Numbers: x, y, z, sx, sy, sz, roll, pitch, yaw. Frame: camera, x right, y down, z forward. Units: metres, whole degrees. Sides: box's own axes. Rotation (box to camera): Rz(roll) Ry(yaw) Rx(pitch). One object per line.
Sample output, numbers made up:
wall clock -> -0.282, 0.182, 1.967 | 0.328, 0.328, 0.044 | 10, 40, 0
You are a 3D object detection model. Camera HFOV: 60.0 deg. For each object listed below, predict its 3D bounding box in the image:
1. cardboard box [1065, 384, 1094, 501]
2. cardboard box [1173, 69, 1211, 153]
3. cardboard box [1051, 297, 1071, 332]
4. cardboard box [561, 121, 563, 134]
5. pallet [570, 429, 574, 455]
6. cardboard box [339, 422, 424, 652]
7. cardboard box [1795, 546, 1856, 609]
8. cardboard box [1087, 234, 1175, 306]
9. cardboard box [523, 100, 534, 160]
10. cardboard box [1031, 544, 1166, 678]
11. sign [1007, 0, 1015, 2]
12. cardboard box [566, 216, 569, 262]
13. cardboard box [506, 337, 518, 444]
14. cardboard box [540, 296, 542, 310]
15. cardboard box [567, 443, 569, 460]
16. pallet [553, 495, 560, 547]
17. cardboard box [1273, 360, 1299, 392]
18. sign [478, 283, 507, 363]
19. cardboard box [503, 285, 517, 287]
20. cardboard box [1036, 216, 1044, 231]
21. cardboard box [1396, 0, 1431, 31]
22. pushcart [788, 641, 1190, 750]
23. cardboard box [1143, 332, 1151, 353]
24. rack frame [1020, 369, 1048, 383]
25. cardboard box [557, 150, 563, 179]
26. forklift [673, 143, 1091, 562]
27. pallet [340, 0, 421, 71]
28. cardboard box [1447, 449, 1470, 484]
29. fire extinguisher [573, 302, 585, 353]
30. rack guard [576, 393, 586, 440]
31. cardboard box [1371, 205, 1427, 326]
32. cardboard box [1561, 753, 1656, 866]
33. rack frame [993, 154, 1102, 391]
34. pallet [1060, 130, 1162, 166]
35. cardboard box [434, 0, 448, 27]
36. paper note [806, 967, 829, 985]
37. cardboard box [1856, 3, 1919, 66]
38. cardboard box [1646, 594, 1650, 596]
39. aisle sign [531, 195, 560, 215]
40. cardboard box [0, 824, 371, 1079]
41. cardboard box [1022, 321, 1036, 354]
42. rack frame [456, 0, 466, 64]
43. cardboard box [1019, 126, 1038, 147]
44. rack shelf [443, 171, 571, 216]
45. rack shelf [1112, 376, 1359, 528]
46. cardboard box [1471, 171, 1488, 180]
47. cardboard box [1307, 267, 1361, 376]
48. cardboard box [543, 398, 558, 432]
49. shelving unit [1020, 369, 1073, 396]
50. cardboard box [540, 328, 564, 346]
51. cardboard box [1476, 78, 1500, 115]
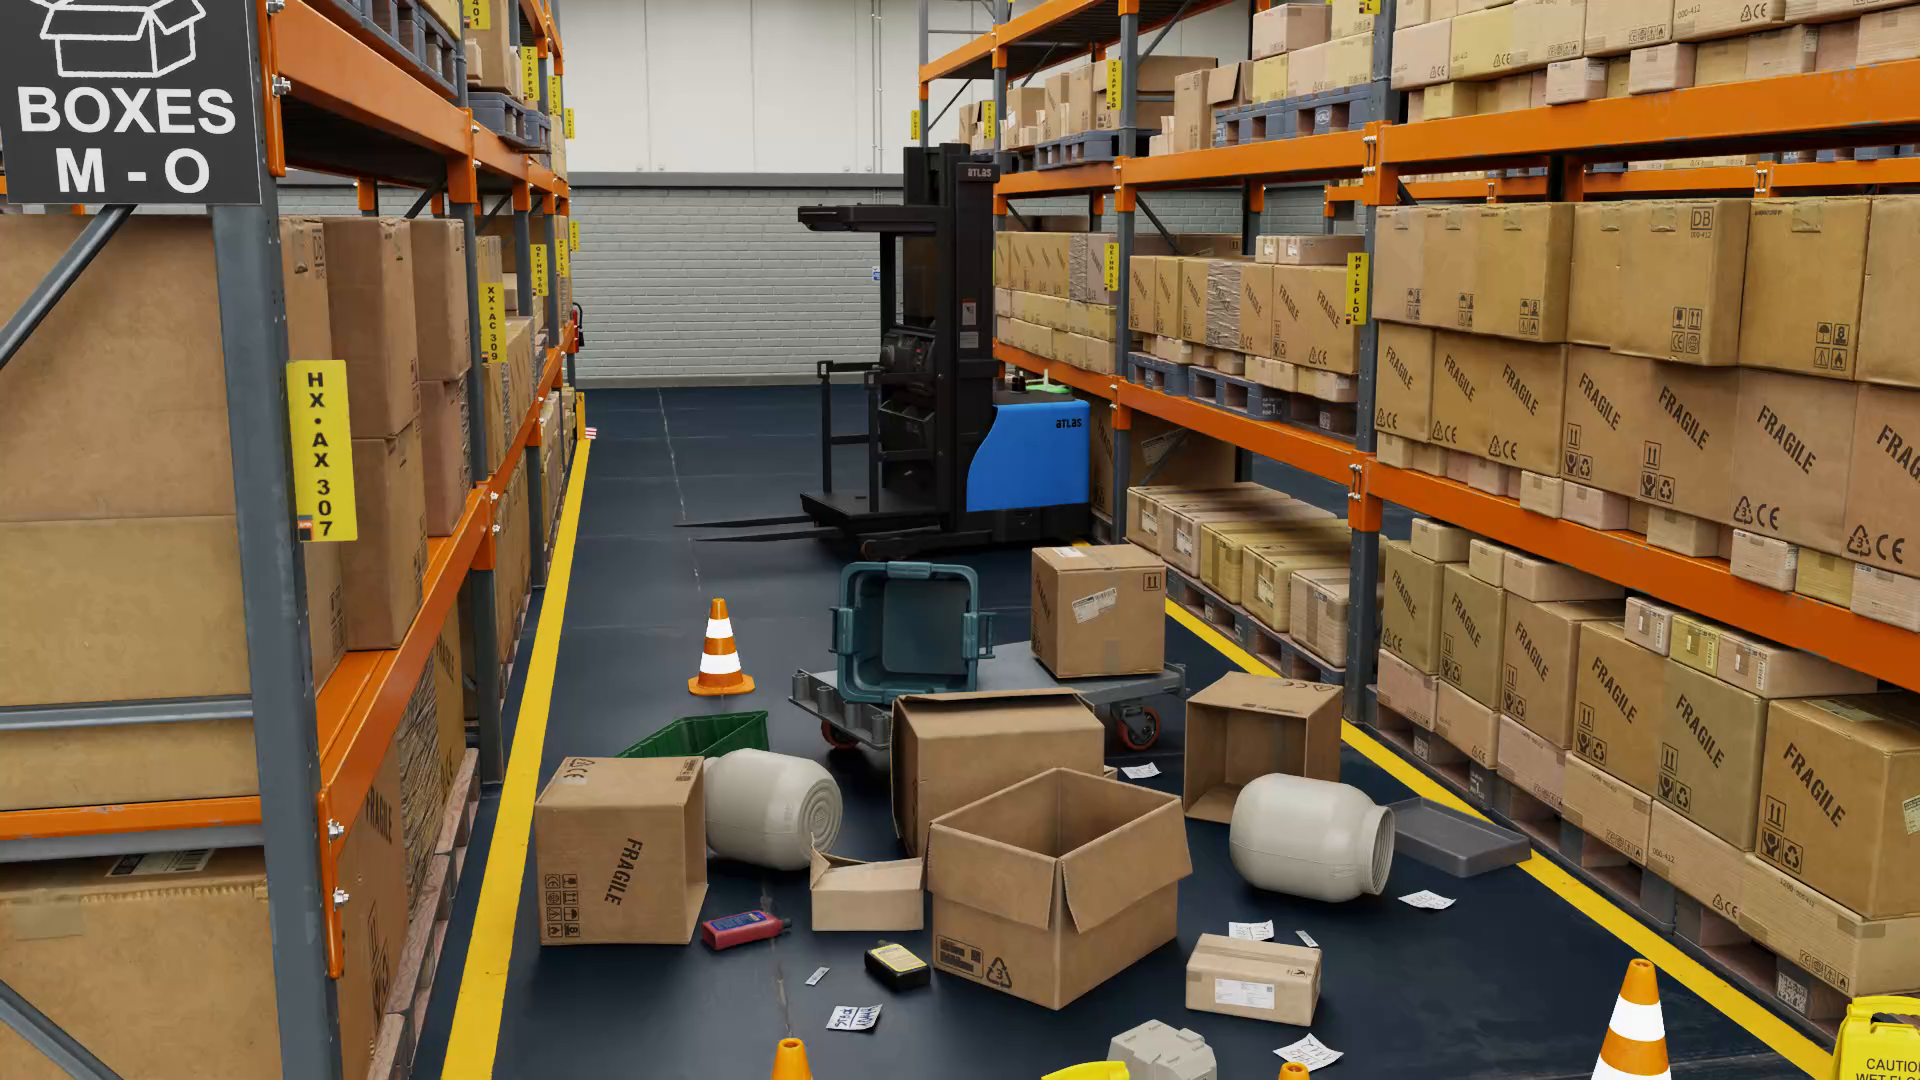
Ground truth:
cardboard box -> 1.369, -0.797, 13.420 | 0.875, 0.875, 0.875 | -2, 11, -10
cardboard box -> 1.766, -2.689, 10.514 | 0.700, 0.500, 0.500 | -2, 11, -11
cardboard box -> 1.025, -1.780, 13.088 | 0.500, 0.250, 0.500 | -2, 11, -12
cardboard box -> -4.447, -4.401, 17.770 | 0.380, 0.149, 0.250 | -2, 11, -12
pallet -> -4.662, -1.076, 17.783 | 1.003, 0.211, 1.213 | -2, 11, -11
cardboard box -> -1.919, -0.023, 4.392 | 0.875, 0.550, 0.550 | -2, 11, -11
cardboard box -> 2.678, 0.099, 4.828 | 0.380, 0.149, 0.250 | -2, 11, -12
cardboard box -> 1.234, -1.967, 12.065 | 0.500, 0.500, 0.500 | -2, 11, -13
cardboard box -> -3.094, -2.779, 10.988 | 0.500, 0.500, 0.500 | -2, 11, -11
cardboard box -> 0.629, 0.319, 7.659 | 0.500, 0.500, 0.500 | -2, 11, -11
sign -> 0.571, -6.270, 18.862 | 0.100, 0.325, 0.005 | -2, 11, -11
cardboard box -> -4.467, -3.221, 17.861 | 0.500, 0.500, 0.500 | -2, 11, -12
cardboard box -> -2.498, -0.749, 8.339 | 0.500, 0.500, 0.500 | -2, 11, -11
cardboard box -> -3.699, -1.991, 13.888 | 0.380, 0.149, 0.250 | -2, 11, -11
cardboard box -> -3.830, -0.809, 15.427 | 0.380, 0.149, 0.250 | -2, 11, -9
pallet -> -3.629, -0.139, 12.863 | 1.003, 0.211, 1.213 | -2, 11, -11
cardboard box -> 1.879, -0.870, 8.791 | 0.380, 0.149, 0.250 | -2, 11, -12
sign -> -1.922, -0.893, 6.841 | 0.100, 0.325, 0.005 | -2, 11, -11
cardboard box -> -3.199, -1.659, 11.346 | 0.380, 0.149, 0.250 | -2, 11, -13
cardboard box -> 0.941, -3.047, 16.008 | 0.380, 0.149, 0.250 | -2, 11, -10
cardboard box -> 2.111, -2.280, 7.167 | 0.380, 0.149, 0.250 | -2, 11, -12
pushcart -> 0.143, 0.773, 7.626 | 1.648, 0.377, 0.936 | -6, 13, -31
cardboard box -> 1.472, -1.357, 11.355 | 0.380, 0.149, 0.250 | -3, 11, -14
rack frame -> 0.620, -0.793, 13.629 | 0.240, 1.200, 0.015 | -7, 13, -20
cardboard box -> -4.042, -3.558, 15.747 | 0.500, 0.250, 0.500 | -2, 11, -9
forklift -> -0.571, -1.392, 12.171 | 3.031, 2.935, 1.130 | -5, 12, -24
pallet -> -2.084, -1.465, 4.586 | 1.003, 0.211, 1.213 | -2, 11, -11
cardboard box -> 2.298, -0.322, 7.040 | 0.380, 0.149, 0.250 | -2, 11, -11
fire extinguisher -> -4.397, -2.451, 18.758 | 0.296, 0.674, 0.183 | -2, 11, -11
rack guard -> -4.786, -1.368, 18.546 | 1.175, 0.500, 0.348 | -2, 11, -11
cardboard box -> 2.242, -1.205, 7.269 | 0.700, 0.500, 0.500 | -2, 11, -12
cardboard box -> 2.526, 0.941, 5.960 | 0.500, 0.250, 0.500 | -3, 11, -13
rack frame -> 0.814, -2.075, 15.574 | 1.000, 3.000, 0.127 | -2, 11, -11
pallet -> 1.414, -2.838, 12.067 | 1.213, 0.211, 1.003 | -2, 11, -8
cardboard box -> -1.981, -1.866, 5.735 | 0.380, 0.149, 0.250 | -2, 11, -10
paper note -> -0.457, 1.397, 5.330 | 0.032, 0.001, 0.123 | 4, 11, 18
cardboard box -> 2.705, -1.374, 4.540 | 0.380, 0.149, 0.250 | -2, 11, -9
cardboard box -> 2.949, 0.454, 6.513 | 0.500, 0.500, 0.500 | -2, 11, -8
aisle sign -> -4.520, -3.911, 18.270 | 0.394, 0.787, 0.004 | -2, 11, -11
cardboard box -> -1.885, 1.040, 3.768 | 0.875, 0.875, 0.875 | -2, 11, -11
cardboard box -> 0.826, -1.721, 14.118 | 0.500, 0.250, 0.500 | -2, 11, -11
rack frame -> -2.466, -3.356, 6.261 | 1.000, 3.000, 0.127 | -2, 11, -11
cardboard box -> 0.716, -3.395, 13.990 | 0.380, 0.166, 0.250 | -3, 11, -15
rack shelf -> -4.411, -3.363, 16.245 | 1.077, 0.370, 4.000 | -2, 11, -11
rack shelf -> 1.981, -0.621, 9.859 | 1.077, 0.370, 4.000 | -2, 11, -11
cardboard box -> 5.322, -3.661, 16.559 | 0.380, 0.149, 0.250 | -2, 11, -11
cardboard box -> 2.055, -1.085, 8.190 | 0.500, 0.500, 0.500 | -2, 11, -12
cardboard box -> -3.543, -1.001, 13.488 | 0.500, 0.250, 0.500 | -2, 11, -8
shelving unit -> 0.706, -0.748, 13.405 | 0.258, 1.200, 0.503 | -7, 13, -20
cardboard box -> -3.756, -1.816, 14.890 | 0.380, 0.149, 0.250 | -2, 11, -9
cardboard box -> 2.342, -1.800, 6.780 | 0.380, 0.149, 0.250 | -2, 11, -11
